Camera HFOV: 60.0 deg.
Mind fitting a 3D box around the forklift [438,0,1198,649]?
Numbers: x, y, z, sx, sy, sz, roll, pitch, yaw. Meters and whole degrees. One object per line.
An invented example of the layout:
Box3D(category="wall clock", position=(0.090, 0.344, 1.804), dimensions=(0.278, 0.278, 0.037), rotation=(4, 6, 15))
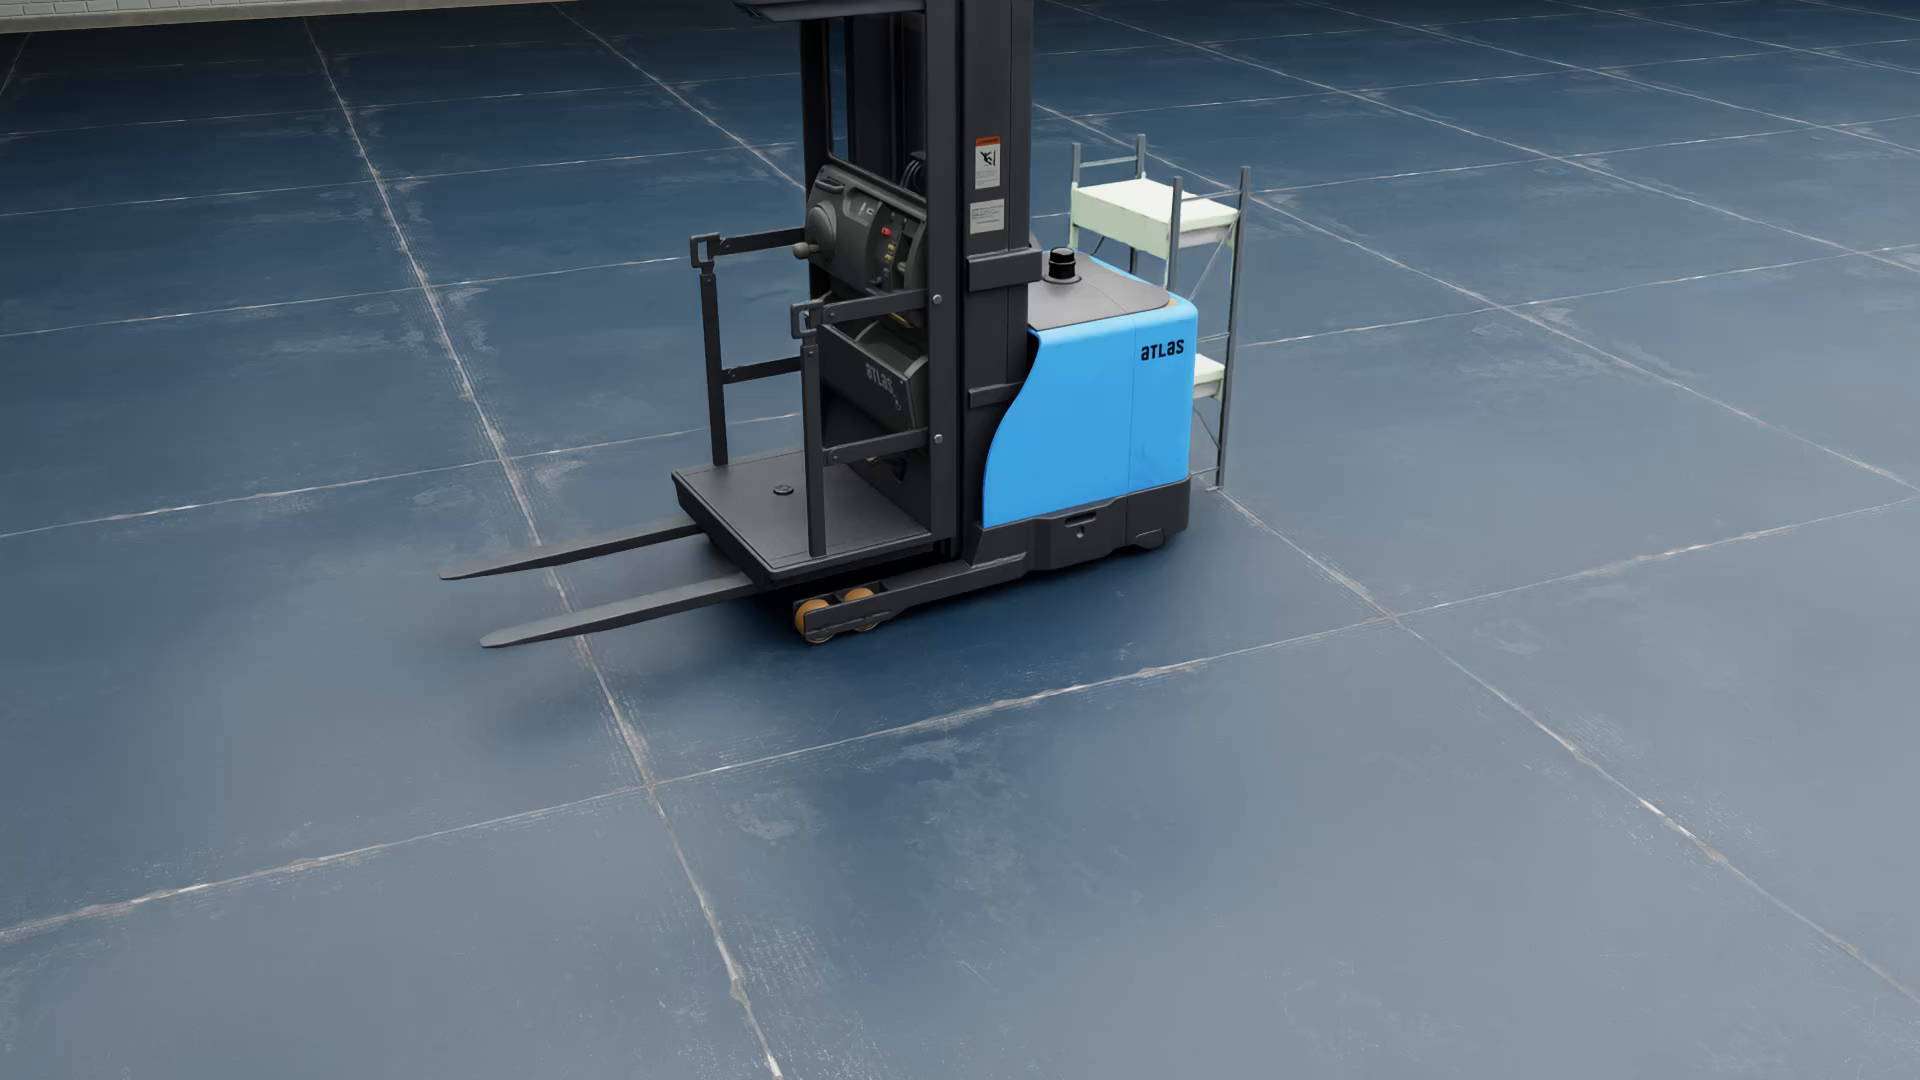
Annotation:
Box3D(category="forklift", position=(-0.550, -1.183, 6.332), dimensions=(3.031, 2.935, 1.130), rotation=(-14, 29, -26))

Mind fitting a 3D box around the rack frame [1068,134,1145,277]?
Box3D(category="rack frame", position=(0.672, -1.149, 7.890), dimensions=(0.400, 1.500, 0.023), rotation=(-15, 30, -28))

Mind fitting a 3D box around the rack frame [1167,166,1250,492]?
Box3D(category="rack frame", position=(1.058, -0.876, 7.330), dimensions=(0.400, 1.500, 0.023), rotation=(-15, 30, -28))

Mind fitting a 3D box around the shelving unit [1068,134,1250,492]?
Box3D(category="shelving unit", position=(0.865, -1.013, 7.610), dimensions=(0.431, 1.500, 0.755), rotation=(-15, 30, -28))

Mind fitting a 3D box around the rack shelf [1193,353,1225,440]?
Box3D(category="rack shelf", position=(0.862, -0.719, 7.752), dimensions=(0.431, 0.370, 0.720), rotation=(-15, 30, -28))

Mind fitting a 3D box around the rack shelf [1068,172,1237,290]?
Box3D(category="rack shelf", position=(0.868, -1.364, 7.440), dimensions=(0.431, 0.370, 0.720), rotation=(-15, 30, -28))
